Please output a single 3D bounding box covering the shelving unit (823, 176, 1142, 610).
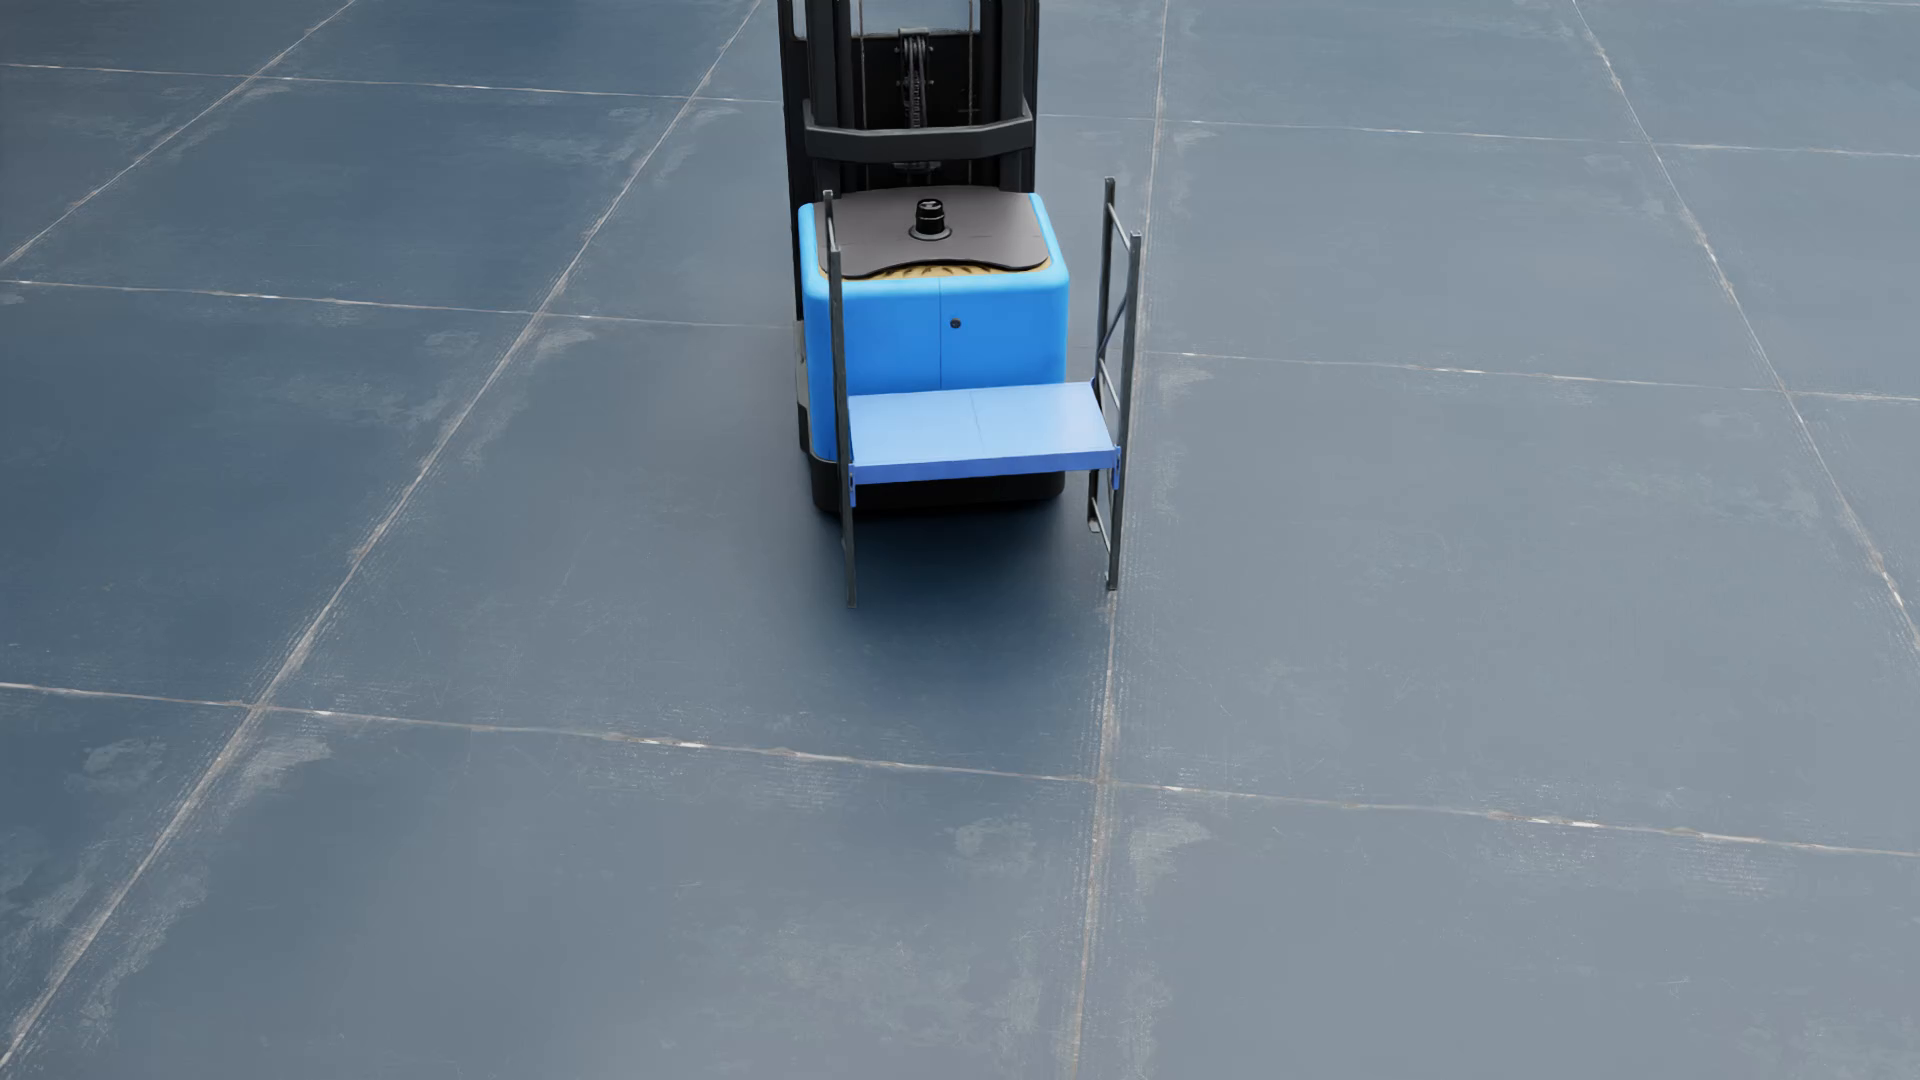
[{"bbox_3d":[0.064,-0.524,6.193,1.048,1.500,0.538,-4,36,-6],"label":"shelving unit"}]

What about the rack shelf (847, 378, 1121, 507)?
[{"bbox_3d":[0.064,-0.377,6.297,1.000,0.185,0.538,-4,36,-6],"label":"rack shelf"}]

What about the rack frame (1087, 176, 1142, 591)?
[{"bbox_3d":[0.569,-0.558,6.241,0.032,1.500,0.500,-4,36,-6],"label":"rack frame"}]

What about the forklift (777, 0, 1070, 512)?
[{"bbox_3d":[-0.241,-2.150,7.239,1.130,2.935,3.031,-4,36,-5],"label":"forklift"}]

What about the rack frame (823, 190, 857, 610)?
[{"bbox_3d":[-0.441,-0.489,6.144,0.032,1.500,0.500,-4,36,-6],"label":"rack frame"}]
